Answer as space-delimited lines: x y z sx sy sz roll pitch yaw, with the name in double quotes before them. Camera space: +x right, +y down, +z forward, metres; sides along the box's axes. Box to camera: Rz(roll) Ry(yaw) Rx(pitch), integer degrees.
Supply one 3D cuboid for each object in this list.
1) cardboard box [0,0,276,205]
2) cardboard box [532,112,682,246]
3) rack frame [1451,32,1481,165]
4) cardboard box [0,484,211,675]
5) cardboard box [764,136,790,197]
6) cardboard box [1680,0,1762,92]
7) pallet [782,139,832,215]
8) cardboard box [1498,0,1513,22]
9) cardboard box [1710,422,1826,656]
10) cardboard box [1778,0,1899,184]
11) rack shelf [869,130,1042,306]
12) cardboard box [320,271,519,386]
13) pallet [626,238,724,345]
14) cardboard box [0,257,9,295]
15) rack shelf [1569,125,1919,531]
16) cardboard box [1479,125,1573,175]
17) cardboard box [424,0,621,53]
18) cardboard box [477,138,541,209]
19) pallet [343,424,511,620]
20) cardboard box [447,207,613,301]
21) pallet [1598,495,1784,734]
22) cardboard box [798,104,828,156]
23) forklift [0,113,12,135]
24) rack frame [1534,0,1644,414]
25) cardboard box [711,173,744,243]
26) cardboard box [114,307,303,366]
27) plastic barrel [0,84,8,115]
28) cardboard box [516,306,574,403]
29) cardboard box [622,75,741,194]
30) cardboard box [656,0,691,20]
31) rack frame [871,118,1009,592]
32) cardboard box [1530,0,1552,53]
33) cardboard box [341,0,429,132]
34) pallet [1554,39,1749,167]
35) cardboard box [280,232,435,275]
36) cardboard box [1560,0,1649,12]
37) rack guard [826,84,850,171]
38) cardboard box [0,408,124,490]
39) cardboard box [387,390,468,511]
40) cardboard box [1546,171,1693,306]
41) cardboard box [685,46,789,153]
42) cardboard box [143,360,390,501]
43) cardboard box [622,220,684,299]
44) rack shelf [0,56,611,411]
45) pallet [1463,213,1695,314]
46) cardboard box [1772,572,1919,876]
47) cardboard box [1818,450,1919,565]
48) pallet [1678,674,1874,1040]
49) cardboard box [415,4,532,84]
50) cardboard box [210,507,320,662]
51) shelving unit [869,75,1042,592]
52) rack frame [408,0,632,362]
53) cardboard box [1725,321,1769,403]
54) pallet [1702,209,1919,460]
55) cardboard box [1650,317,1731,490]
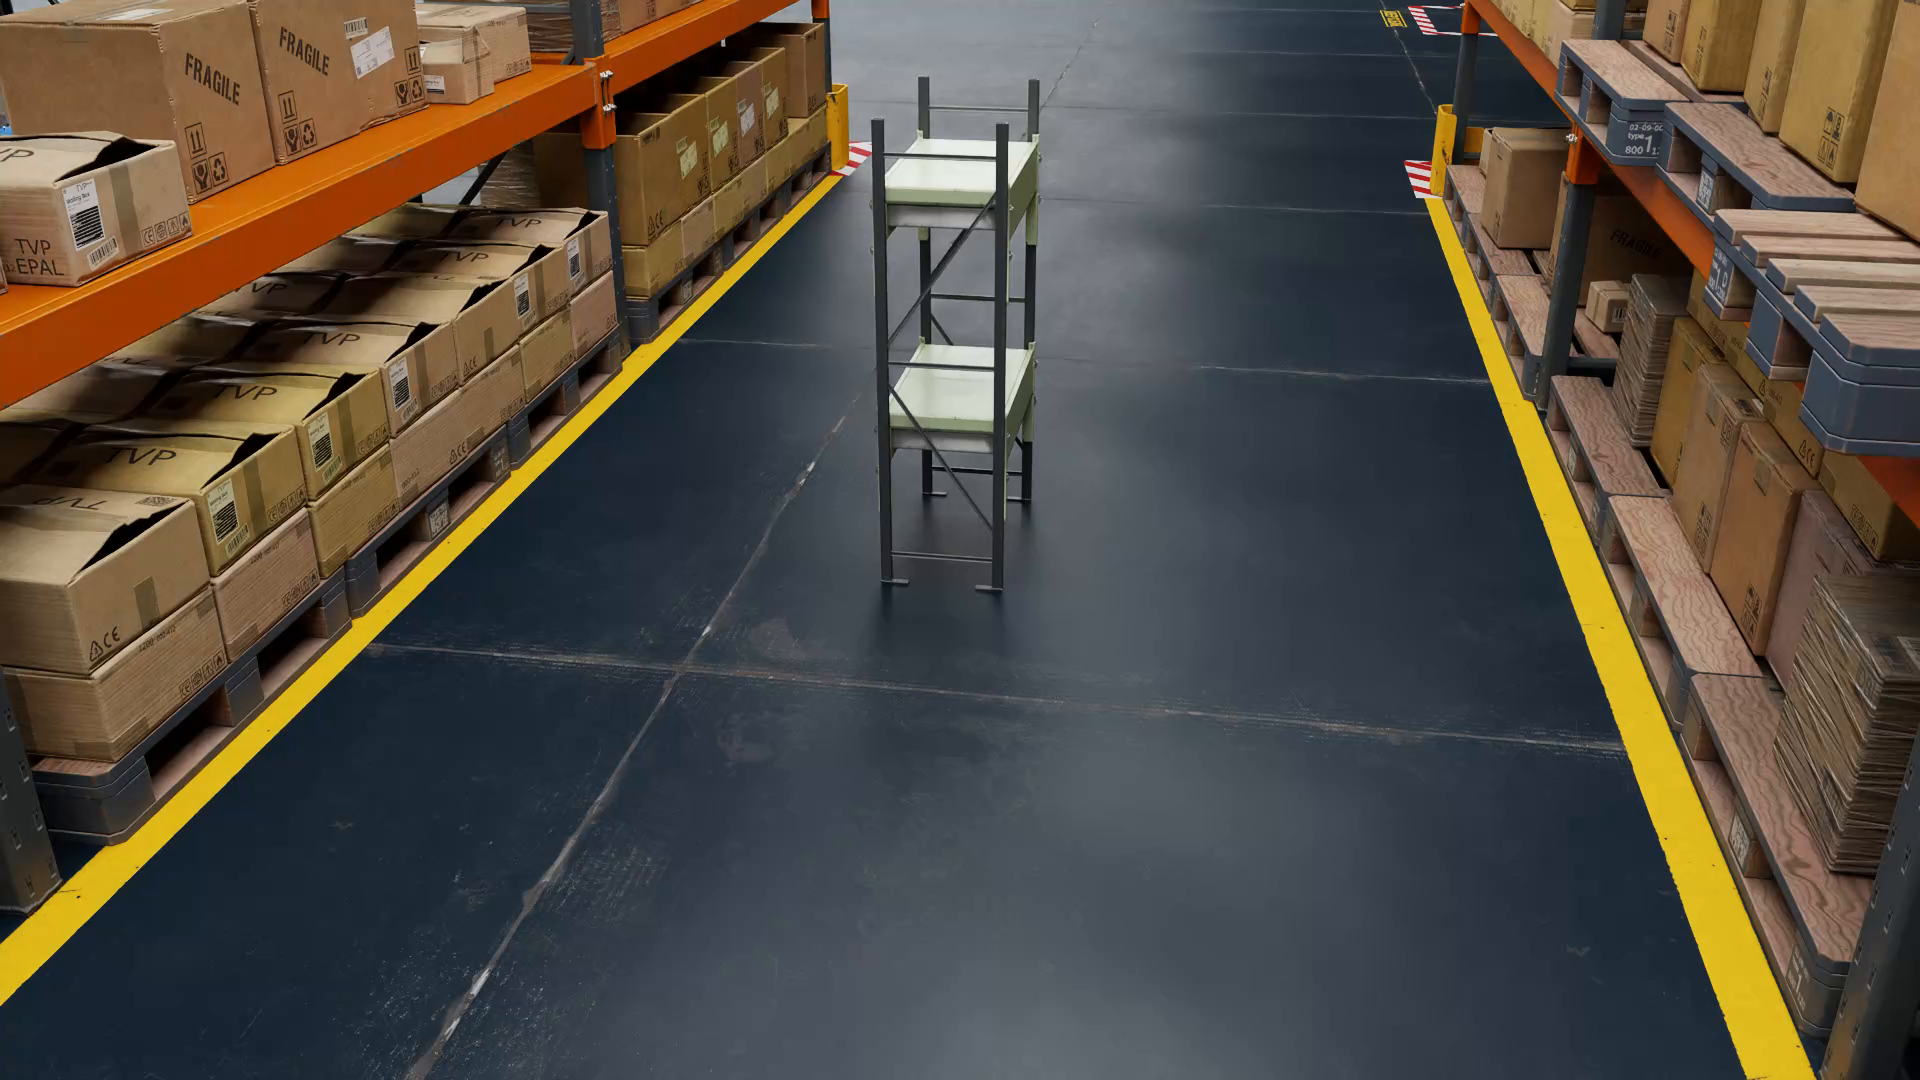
"cardboard box" -2.392 -1.289 4.848 0.500 0.500 0.500 3 25 6
"cardboard box" -1.612 -1.671 7.644 0.500 0.500 0.500 4 25 9
"rack frame" 3.545 -3.545 9.786 1.000 3.000 0.127 4 25 9
"cardboard box" -2.275 0.062 4.167 0.500 0.311 0.500 5 26 10
"cardboard box" -1.289 -2.168 9.591 0.500 0.250 0.500 4 25 9
"cardboard box" 2.676 -1.673 5.149 0.700 0.500 0.500 7 26 14
"pallet" -1.426 -2.301 10.417 1.003 0.211 1.213 4 25 9
"cardboard box" 2.907 -2.662 8.052 0.500 0.250 0.500 4 25 9
"cardboard box" 2.556 0.012 4.616 0.700 0.500 0.500 4 25 8
"cardboard box" 2.486 -1.164 4.061 0.700 0.500 0.500 4 25 9
"rack shelf" 0.001 -1.036 5.273 0.431 0.370 0.720 4 25 9
"cardboard box" -1.943 -0.797 6.001 0.500 0.311 0.500 4 25 8
"pallet" -1.825 -1.281 8.237 1.003 0.211 1.213 4 25 9
"cardboard box" -2.548 -0.650 3.705 0.500 0.311 0.500 6 26 12
"rack shelf" 2.564 -0.710 4.577 1.077 0.370 4.000 4 25 9
"cardboard box" 3.343 -2.243 9.657 0.500 0.311 0.500 1 25 3
"cardboard box" -1.930 -2.445 7.318 0.700 0.500 0.500 3 25 7
"cardboard box" -2.043 -1.916 8.168 0.500 0.500 0.500 4 25 9
"pallet" -2.275 -0.128 5.775 1.003 0.211 1.213 4 25 9
"cardboard box" -1.780 -1.223 6.912 0.500 0.311 0.500 4 25 9
"pallet" 2.568 0.228 5.013 1.003 0.211 1.213 4 25 9
"cardboard box" -1.139 -2.587 10.486 0.500 0.250 0.500 4 25 9
"forklift" -4.574 -1.560 5.625 1.130 2.935 3.031 4 25 8
"rack frame" 2.891 -1.872 6.211 1.000 3.000 0.127 4 25 9
"cardboard box" -1.448 -1.749 8.697 0.500 0.250 0.500 4 25 9
"cardboard box" -2.560 -0.614 5.610 0.500 0.311 0.500 5 25 10
"plastic barrel" -6.343 -2.805 10.643 0.421 0.512 0.421 0 25 0
"cardboard box" -1.863 -0.754 6.570 0.500 0.250 0.500 4 25 8
"cardboard box" -1.448 -2.089 8.538 0.500 0.500 0.500 4 25 9
"cardboard box" -1.764 -2.876 8.238 0.700 0.500 0.500 4 25 9
"rack frame" -0.059 -0.529 5.111 0.400 1.500 0.023 4 25 9
"cardboard box" 2.759 -2.240 7.151 0.500 0.250 0.500 4 25 9
"cardboard box" -2.224 -1.719 5.766 0.500 0.500 0.500 6 26 12
"pallet" 2.623 -1.476 5.591 1.003 0.211 1.213 4 25 9
"cardboard box" -2.397 -1.048 6.537 0.500 0.311 0.500 4 25 8
"cardboard box" 2.663 -2.372 6.548 0.500 0.500 0.500 4 25 8
"rack guard" -1.339 -2.765 11.067 1.175 0.500 0.348 4 25 9
"cardboard box" -2.729 -0.194 4.712 0.500 0.311 0.500 4 25 8
"cardboard box" -2.030 -0.327 5.658 0.500 0.250 0.500 5 25 10
"cardboard box" 3.021 -1.376 7.581 0.500 0.500 0.500 2 25 5
"cardboard box" -1.286 -2.507 9.431 0.500 0.500 0.500 4 25 9
"cardboard box" -2.112 -0.372 5.093 0.500 0.311 0.500 3 25 7
"cardboard box" -1.622 -1.332 7.805 0.500 0.250 0.500 4 25 9
"rack shelf" -2.323 -1.052 5.307 1.077 0.370 4.000 4 25 9
"pallet" 3.163 -1.404 8.501 1.003 0.211 1.213 4 25 9
"cardboard box" 2.304 0.429 3.725 0.700 0.500 0.500 4 25 9
"cardboard box" 2.459 -0.145 4.066 0.500 0.250 0.500 4 25 10
"pallet" 2.367 0.737 3.927 1.003 0.211 1.213 4 25 9
"cardboard box" -2.034 -1.937 6.527 0.500 0.250 0.500 6 26 12
"cardboard box" -2.194 0.105 4.735 0.500 0.250 0.500 3 25 7
"shelving unit" 0.001 -0.682 5.438 0.431 1.500 0.755 4 25 9
"rack frame" -1.996 -2.214 6.941 1.000 3.000 0.127 4 25 9
"cardboard box" 2.637 -0.568 4.970 0.500 0.250 0.500 3 25 7
"pallet" 2.249 -0.418 3.331 1.213 0.211 1.003 4 25 9
"cardboard box" 2.752 -0.411 5.519 0.700 0.500 0.500 4 25 7
